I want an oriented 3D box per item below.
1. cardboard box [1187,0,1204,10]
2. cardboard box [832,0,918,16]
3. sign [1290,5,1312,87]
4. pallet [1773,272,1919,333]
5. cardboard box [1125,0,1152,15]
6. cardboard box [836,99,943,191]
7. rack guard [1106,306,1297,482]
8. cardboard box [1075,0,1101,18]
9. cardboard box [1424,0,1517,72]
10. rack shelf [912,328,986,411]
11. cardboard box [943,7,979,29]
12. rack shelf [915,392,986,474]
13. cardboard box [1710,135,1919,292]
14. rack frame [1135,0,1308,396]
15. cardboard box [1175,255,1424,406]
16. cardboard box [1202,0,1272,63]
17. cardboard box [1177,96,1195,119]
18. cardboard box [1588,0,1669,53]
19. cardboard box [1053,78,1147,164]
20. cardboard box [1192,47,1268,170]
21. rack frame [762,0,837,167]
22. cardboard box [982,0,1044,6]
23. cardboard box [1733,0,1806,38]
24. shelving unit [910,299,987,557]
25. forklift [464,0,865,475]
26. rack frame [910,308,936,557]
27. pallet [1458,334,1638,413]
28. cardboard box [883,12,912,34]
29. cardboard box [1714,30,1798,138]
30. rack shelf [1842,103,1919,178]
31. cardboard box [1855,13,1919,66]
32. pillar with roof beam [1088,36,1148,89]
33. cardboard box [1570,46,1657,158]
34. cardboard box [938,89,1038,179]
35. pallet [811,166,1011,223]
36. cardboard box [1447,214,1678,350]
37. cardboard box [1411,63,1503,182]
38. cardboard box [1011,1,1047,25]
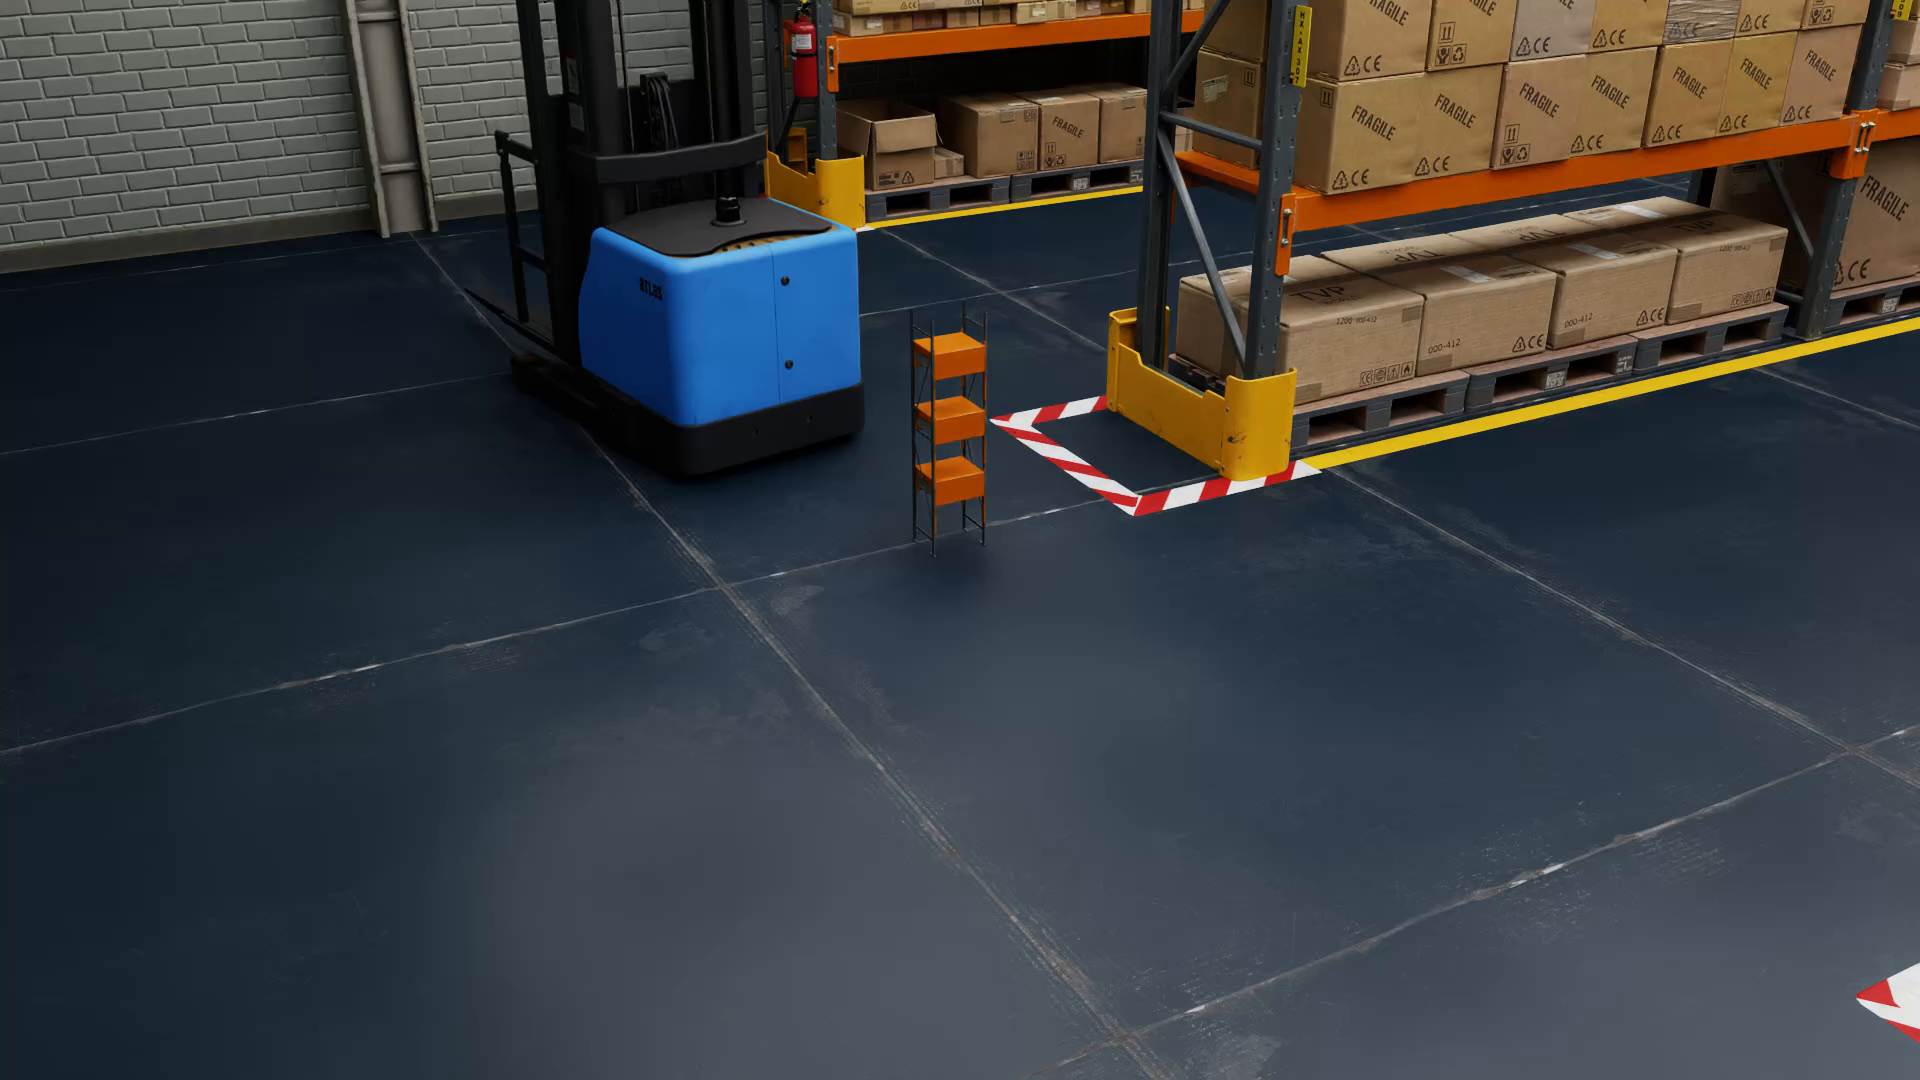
[{"bbox_3d":[1.779,-4.192,12.805,0.250,0.149,0.380,-12,28,-24],"label":"cardboard box"},{"bbox_3d":[-0.623,-3.831,11.593,0.500,0.250,0.500,-13,28,-25],"label":"cardboard box"},{"bbox_3d":[1.444,-2.093,7.052,0.005,0.325,0.100,-13,29,-25],"label":"sign"},{"bbox_3d":[5.363,-1.624,10.388,1.213,0.211,1.003,-13,29,-25],"label":"pallet"},{"bbox_3d":[1.323,-4.086,12.584,0.250,0.149,0.380,-13,29,-26],"label":"cardboard box"},{"bbox_3d":[-0.566,-2.927,12.280,0.637,0.503,0.797,-14,29,-27],"label":"cardboard box"},{"bbox_3d":[1.167,-0.748,8.231,0.348,0.500,1.175,-13,29,-25],"label":"rack guard"},{"bbox_3d":[0.847,-4.008,12.421,0.250,0.149,0.380,-13,29,-25],"label":"cardboard box"},{"bbox_3d":[2.199,-2.473,7.664,0.500,0.500,0.500,-14,29,-26],"label":"cardboard box"},{"bbox_3d":[-0.047,-0.709,6.882,0.240,0.259,0.215,-13,29,-25],"label":"rack shelf"},{"bbox_3d":[-0.061,-3.788,11.965,0.250,0.149,0.380,-12,28,-23],"label":"cardboard box"},{"bbox_3d":[-0.047,-0.453,7.005,0.240,0.259,0.215,-13,29,-25],"label":"rack shelf"},{"bbox_3d":[5.227,-2.083,10.093,0.875,0.875,0.875,-12,28,-24],"label":"cardboard box"},{"bbox_3d":[1.189,-1.880,7.700,0.127,3.000,1.000,-13,29,-25],"label":"rack frame"},{"bbox_3d":[1.724,-1.087,8.523,0.875,0.438,0.875,-14,29,-27],"label":"cardboard box"},{"bbox_3d":[1.502,-2.565,7.856,0.500,0.500,0.500,-12,28,-23],"label":"cardboard box"},{"bbox_3d":[1.685,-3.523,13.742,0.500,0.311,0.500,-12,28,-23],"label":"cardboard box"},{"bbox_3d":[3.089,-2.683,8.101,0.500,0.500,0.500,-13,28,-25],"label":"cardboard box"},{"bbox_3d":[1.122,-3.296,13.053,0.500,0.500,0.700,-14,29,-27],"label":"cardboard box"},{"bbox_3d":[1.490,-2.124,8.094,0.500,0.500,0.500,-13,28,-25],"label":"cardboard box"},{"bbox_3d":[-1.150,-3.775,11.647,0.127,3.000,1.000,-13,29,-25],"label":"rack frame"},{"bbox_3d":[0.267,-4.038,12.025,0.500,0.250,0.500,-14,29,-26],"label":"cardboard box"},{"bbox_3d":[3.980,-2.889,8.530,0.500,0.500,0.500,-13,29,-26],"label":"cardboard box"},{"bbox_3d":[-0.047,-0.462,7.000,0.252,1.050,0.215,-13,29,-25],"label":"shelving unit"},{"bbox_3d":[-1.764,-2.198,8.441,1.130,2.935,3.031,-18,31,-33],"label":"forklift"},{"bbox_3d":[-0.155,-0.438,6.948,0.008,1.050,0.200,-13,29,-25],"label":"rack frame"},{"bbox_3d":[2.932,-1.062,9.219,1.213,0.211,1.003,-13,29,-25],"label":"pallet"},{"bbox_3d":[-0.529,-3.693,11.767,0.250,0.149,0.380,-12,28,-24],"label":"cardboard box"},{"bbox_3d":[3.978,-2.441,8.753,0.500,0.500,0.500,-14,29,-26],"label":"cardboard box"},{"bbox_3d":[6.483,-2.778,10.401,4.000,0.370,1.077,-13,29,-25],"label":"rack shelf"},{"bbox_3d":[5.239,-2.834,9.284,0.500,0.250,0.500,-14,29,-27],"label":"cardboard box"},{"bbox_3d":[3.366,-5.852,9.042,0.400,9.000,9.100,-13,29,-25],"label":"pillar with roof beam"},{"bbox_3d":[3.072,-2.232,8.318,0.500,0.500,0.500,-12,28,-23],"label":"cardboard box"},{"bbox_3d":[0.206,-3.085,12.613,0.500,0.500,0.700,-12,28,-23],"label":"cardboard box"},{"bbox_3d":[-0.380,-2.696,12.622,1.213,0.211,1.003,-13,29,-25],"label":"pallet"},{"bbox_3d":[3.324,-1.460,9.299,0.875,0.438,0.875,-14,29,-27],"label":"cardboard box"},{"bbox_3d":[2.180,-2.027,7.890,0.500,0.500,0.500,-13,29,-26],"label":"cardboard box"},{"bbox_3d":[0.429,-3.867,12.129,0.250,0.149,0.380,-14,29,-27],"label":"cardboard box"}]
